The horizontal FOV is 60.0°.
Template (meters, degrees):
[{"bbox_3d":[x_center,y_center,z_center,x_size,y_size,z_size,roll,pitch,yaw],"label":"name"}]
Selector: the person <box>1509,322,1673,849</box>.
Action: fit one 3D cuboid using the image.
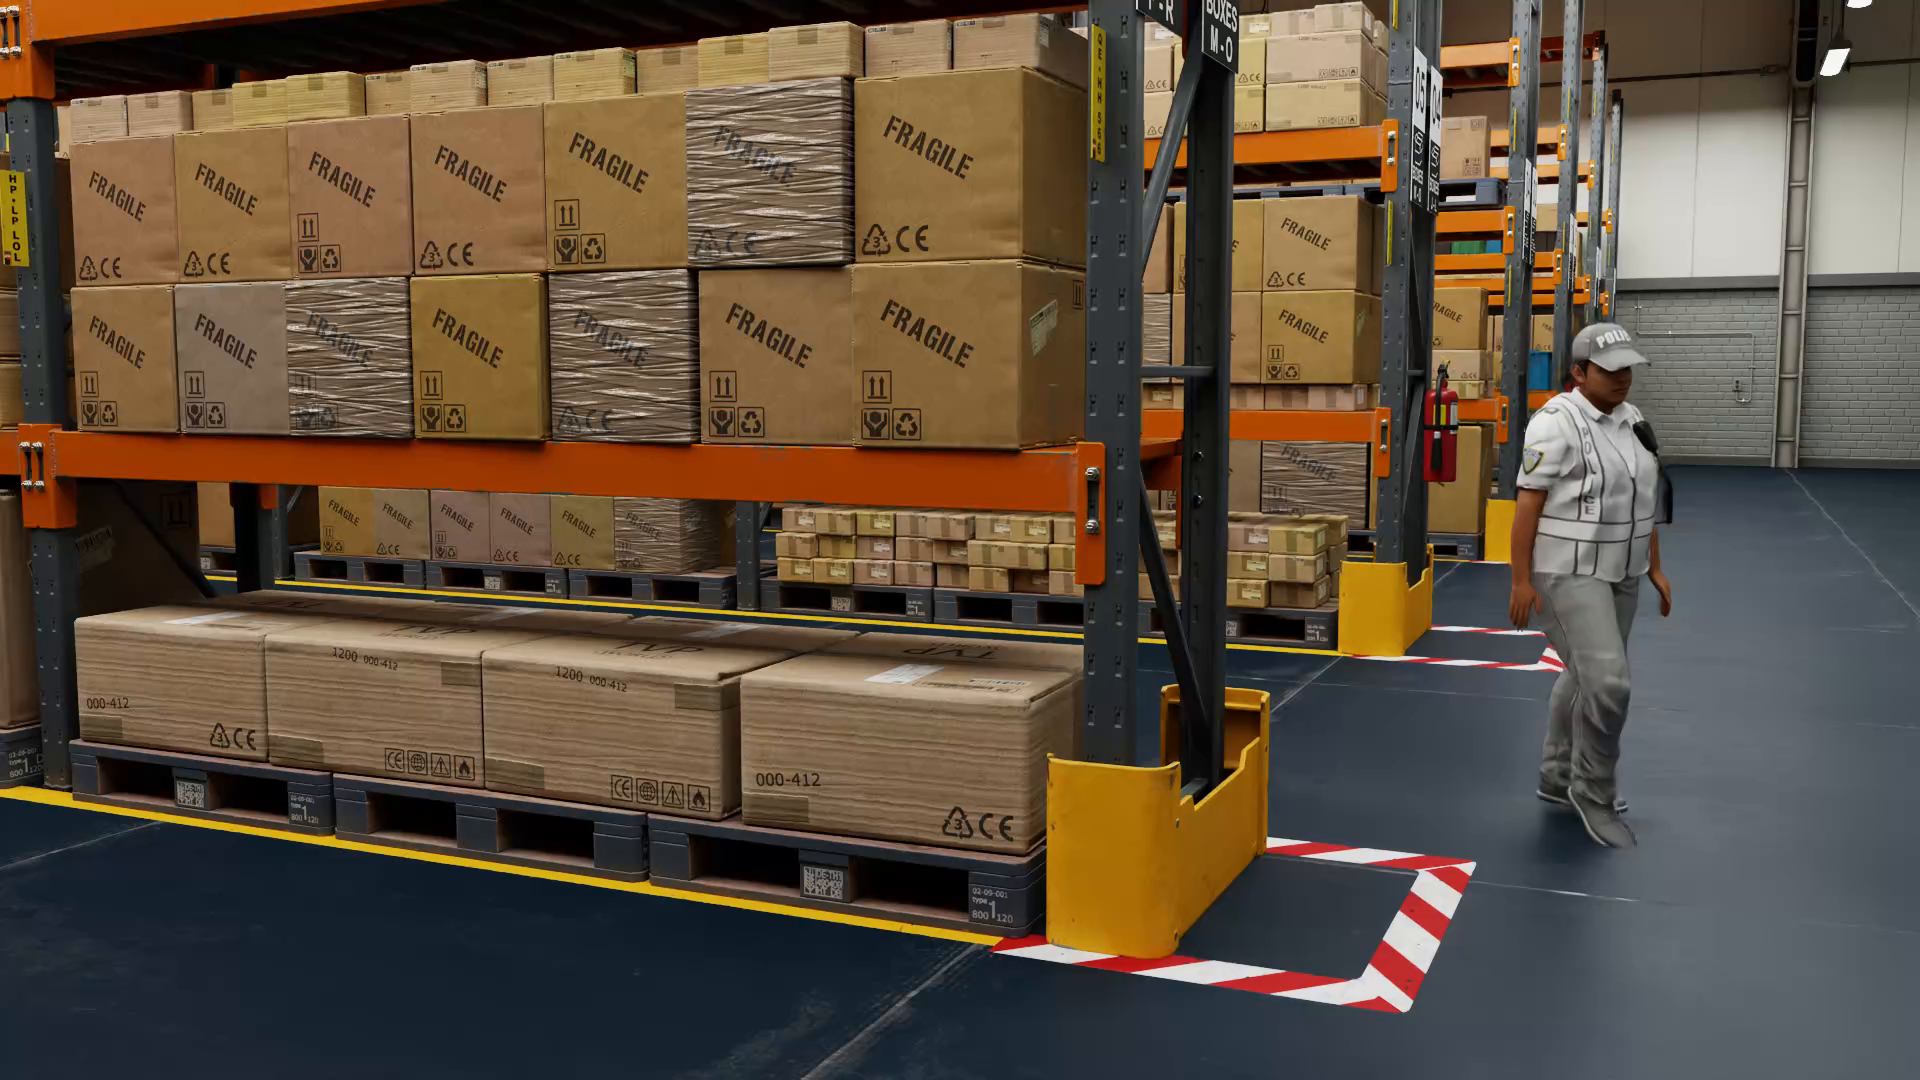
[{"bbox_3d":[2.056,0.148,5.423,0.557,1.698,0.513,-4,7,-33],"label":"person"}]
